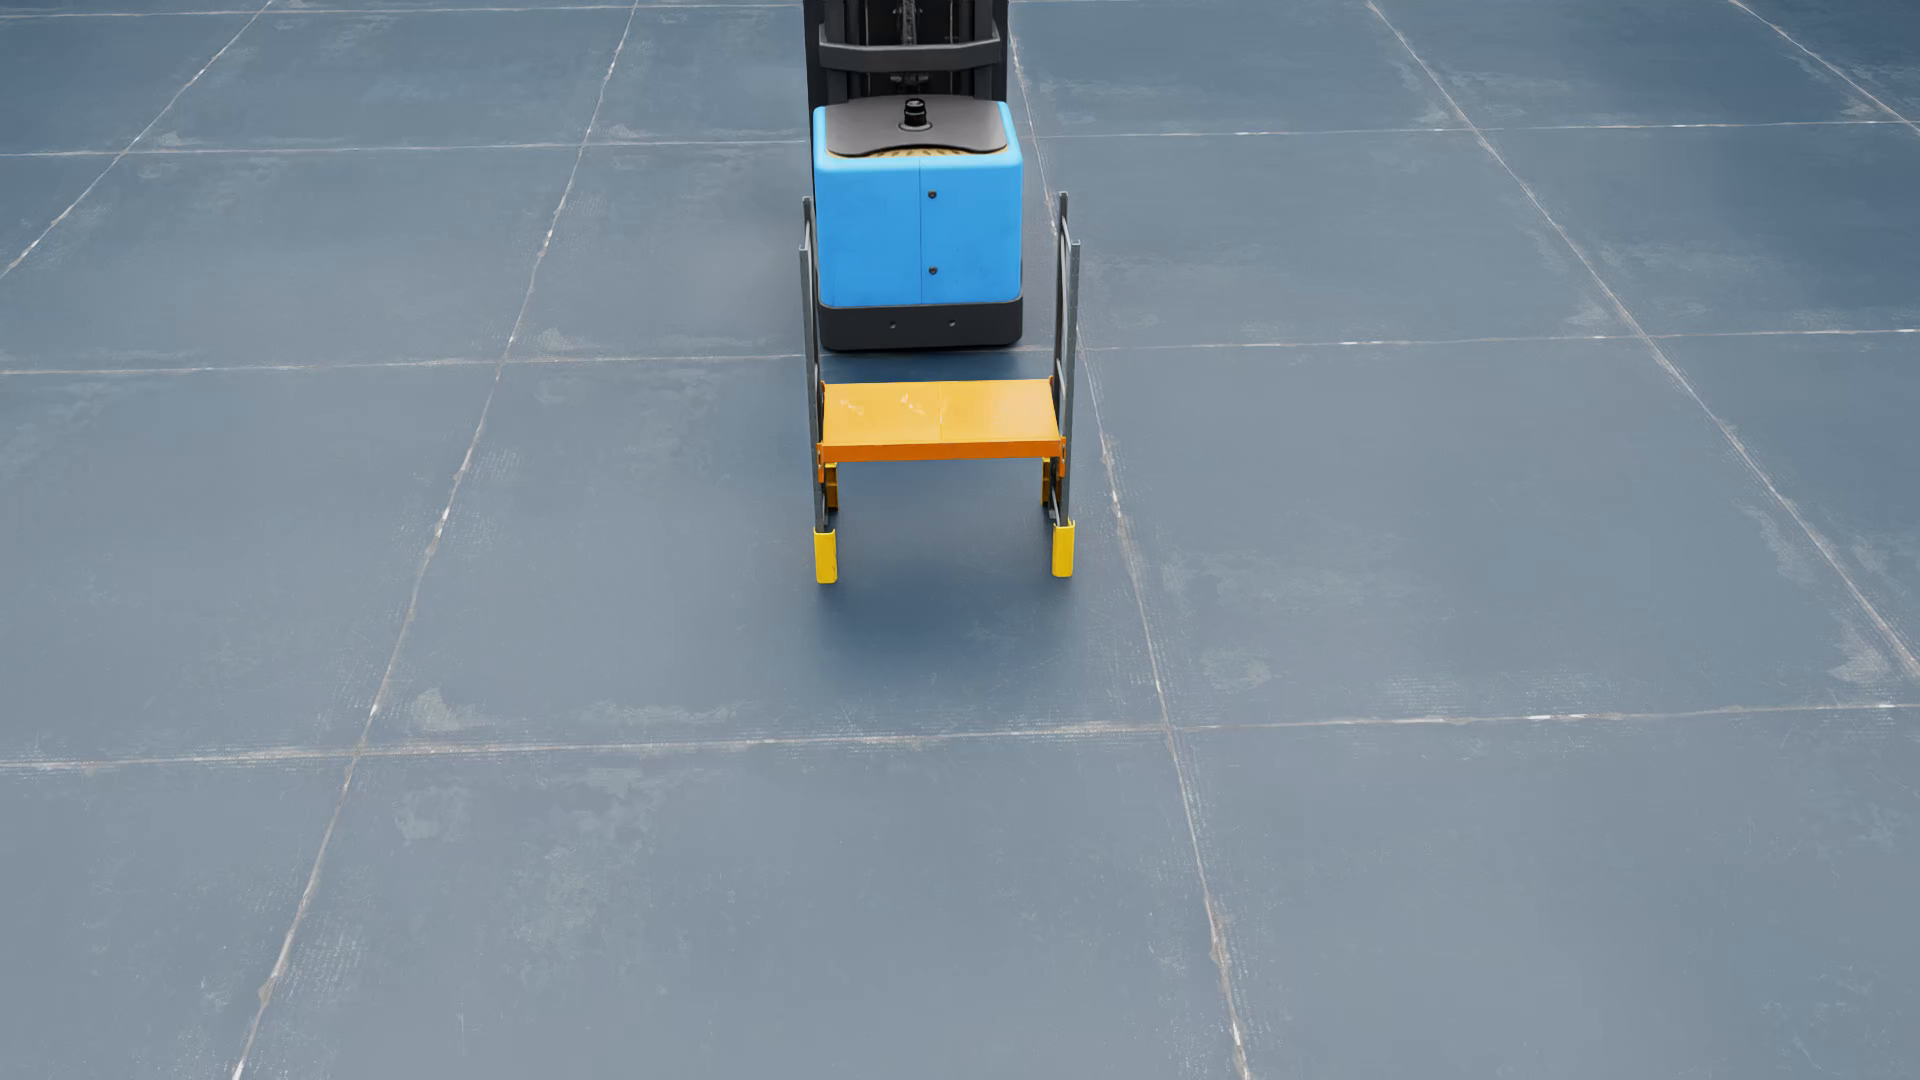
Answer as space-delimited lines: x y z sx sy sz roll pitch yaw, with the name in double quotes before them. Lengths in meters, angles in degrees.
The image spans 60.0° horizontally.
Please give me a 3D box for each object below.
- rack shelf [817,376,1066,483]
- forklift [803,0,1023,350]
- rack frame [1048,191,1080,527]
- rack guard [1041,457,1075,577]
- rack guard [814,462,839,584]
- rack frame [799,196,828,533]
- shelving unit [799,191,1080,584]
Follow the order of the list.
"rack shelf" -0.085 -0.467 6.922 1.000 0.185 0.538 -2 35 -2
"forklift" -0.307 -2.997 9.005 1.130 2.935 3.031 -3 35 -4
"rack frame" 0.423 -0.628 6.840 0.032 1.500 0.500 -2 35 -2
"rack guard" 0.421 -0.114 7.195 0.087 0.250 0.587 -2 35 -2
"rack guard" -0.574 -0.087 7.157 0.087 0.250 0.587 -2 35 -2
"rack frame" -0.593 -0.601 6.800 0.032 1.500 0.500 -2 35 -2
"shelving unit" -0.076 -0.615 6.820 1.083 1.500 0.587 -2 35 -2
